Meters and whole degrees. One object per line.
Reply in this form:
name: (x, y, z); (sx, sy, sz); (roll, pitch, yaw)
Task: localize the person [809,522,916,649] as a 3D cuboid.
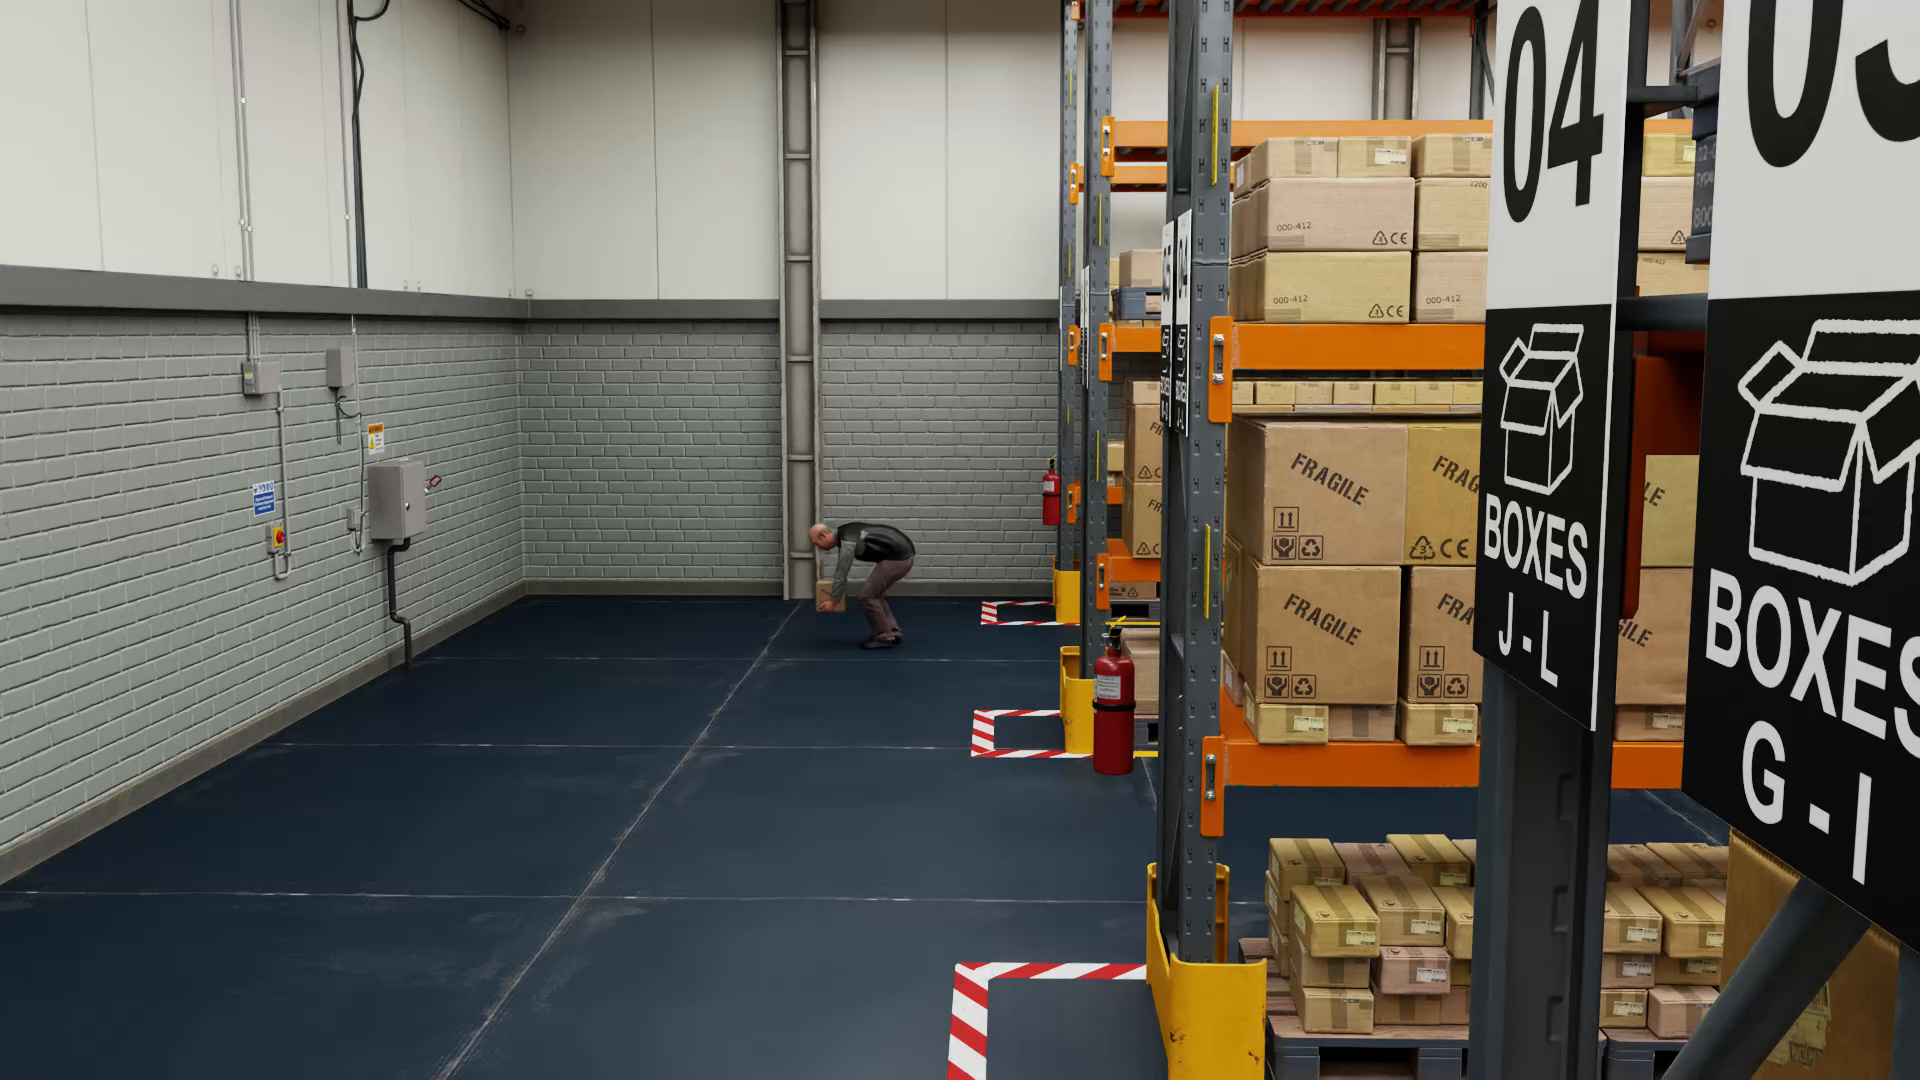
person: (-0.862, 0.392, 14.717); (0.944, 1.108, 0.482); (0, 7, -1)
